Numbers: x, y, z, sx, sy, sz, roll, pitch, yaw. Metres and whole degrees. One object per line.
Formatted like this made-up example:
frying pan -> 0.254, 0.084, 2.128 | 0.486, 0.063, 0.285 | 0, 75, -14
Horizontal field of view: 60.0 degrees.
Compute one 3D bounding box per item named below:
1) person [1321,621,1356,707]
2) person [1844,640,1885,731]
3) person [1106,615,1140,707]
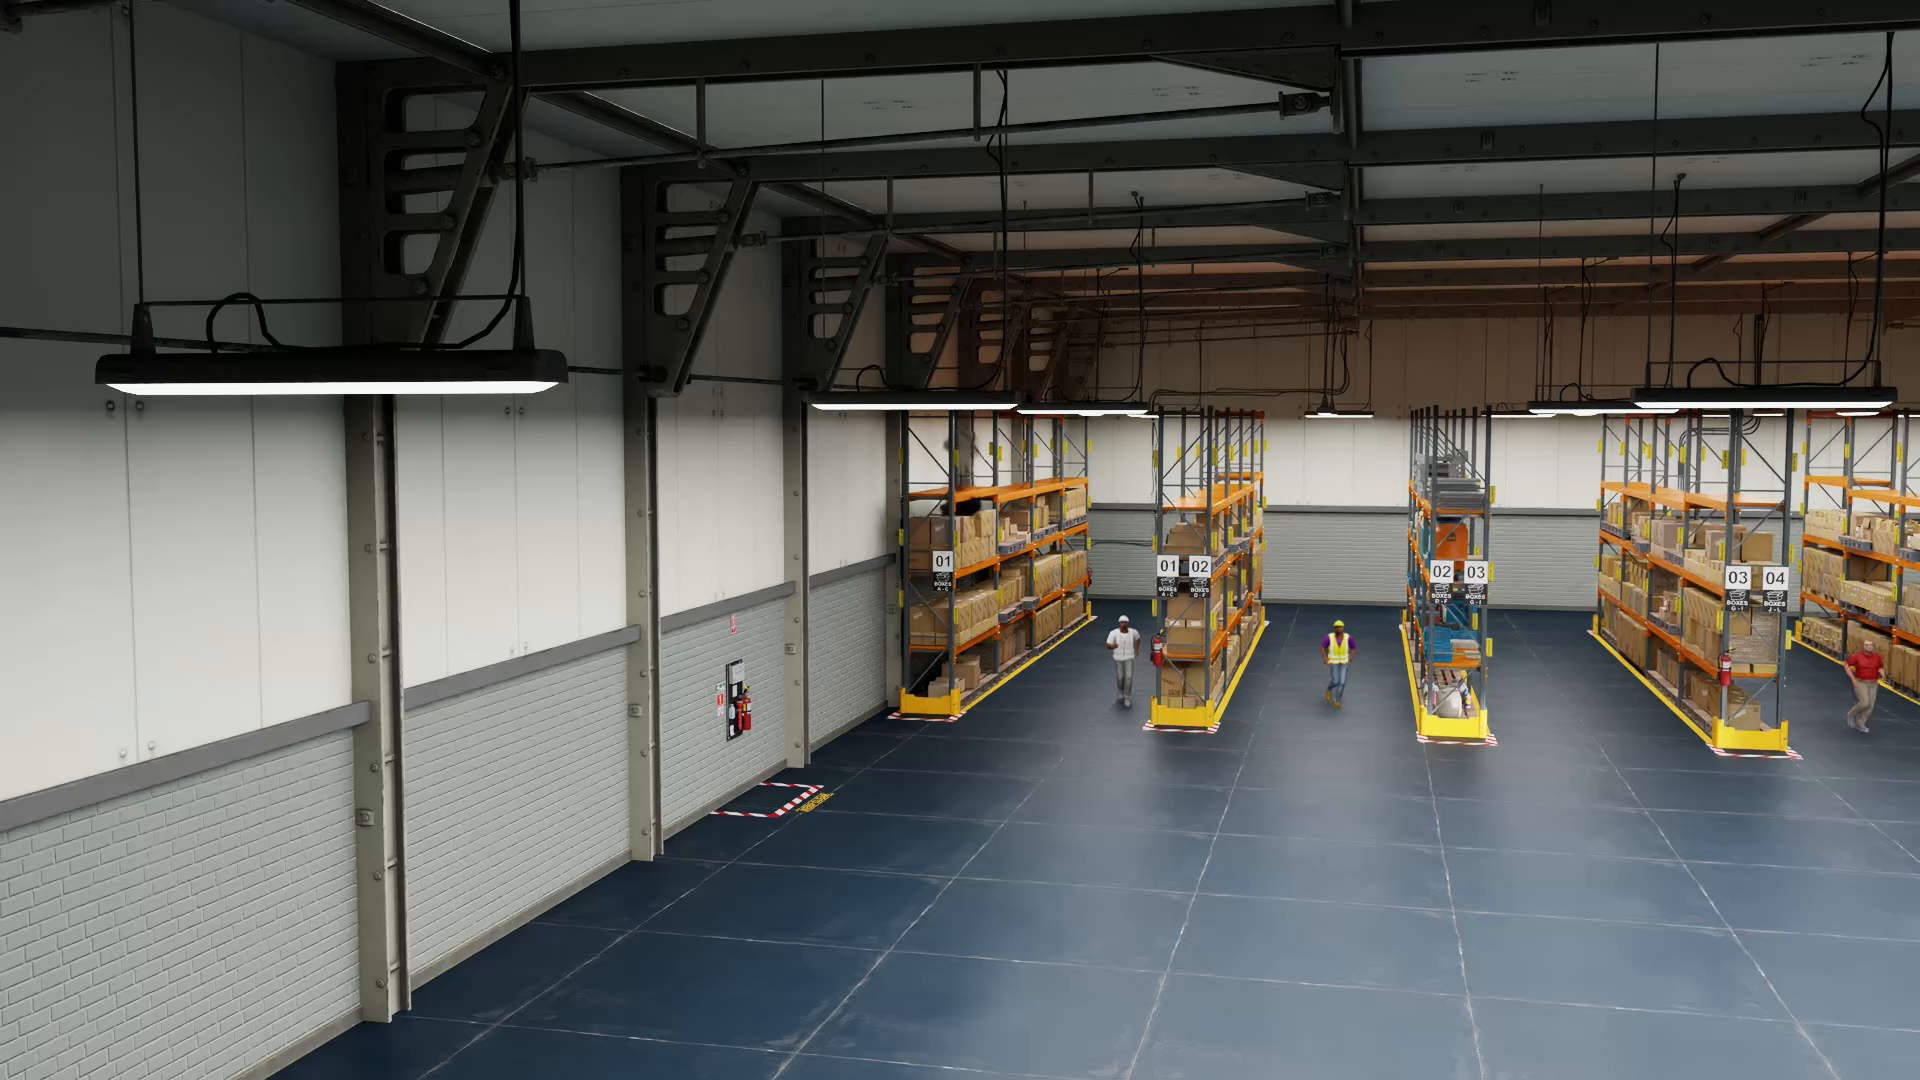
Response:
person -> 7.599, 2.471, 33.321 | 0.686, 1.726, 0.617 | 0, 4, 4
person -> 16.698, 2.683, 30.584 | 0.644, 1.694, 0.609 | 0, 4, 0
person -> 3.294, 2.411, 33.532 | 0.690, 1.787, 0.912 | 0, 4, 5
